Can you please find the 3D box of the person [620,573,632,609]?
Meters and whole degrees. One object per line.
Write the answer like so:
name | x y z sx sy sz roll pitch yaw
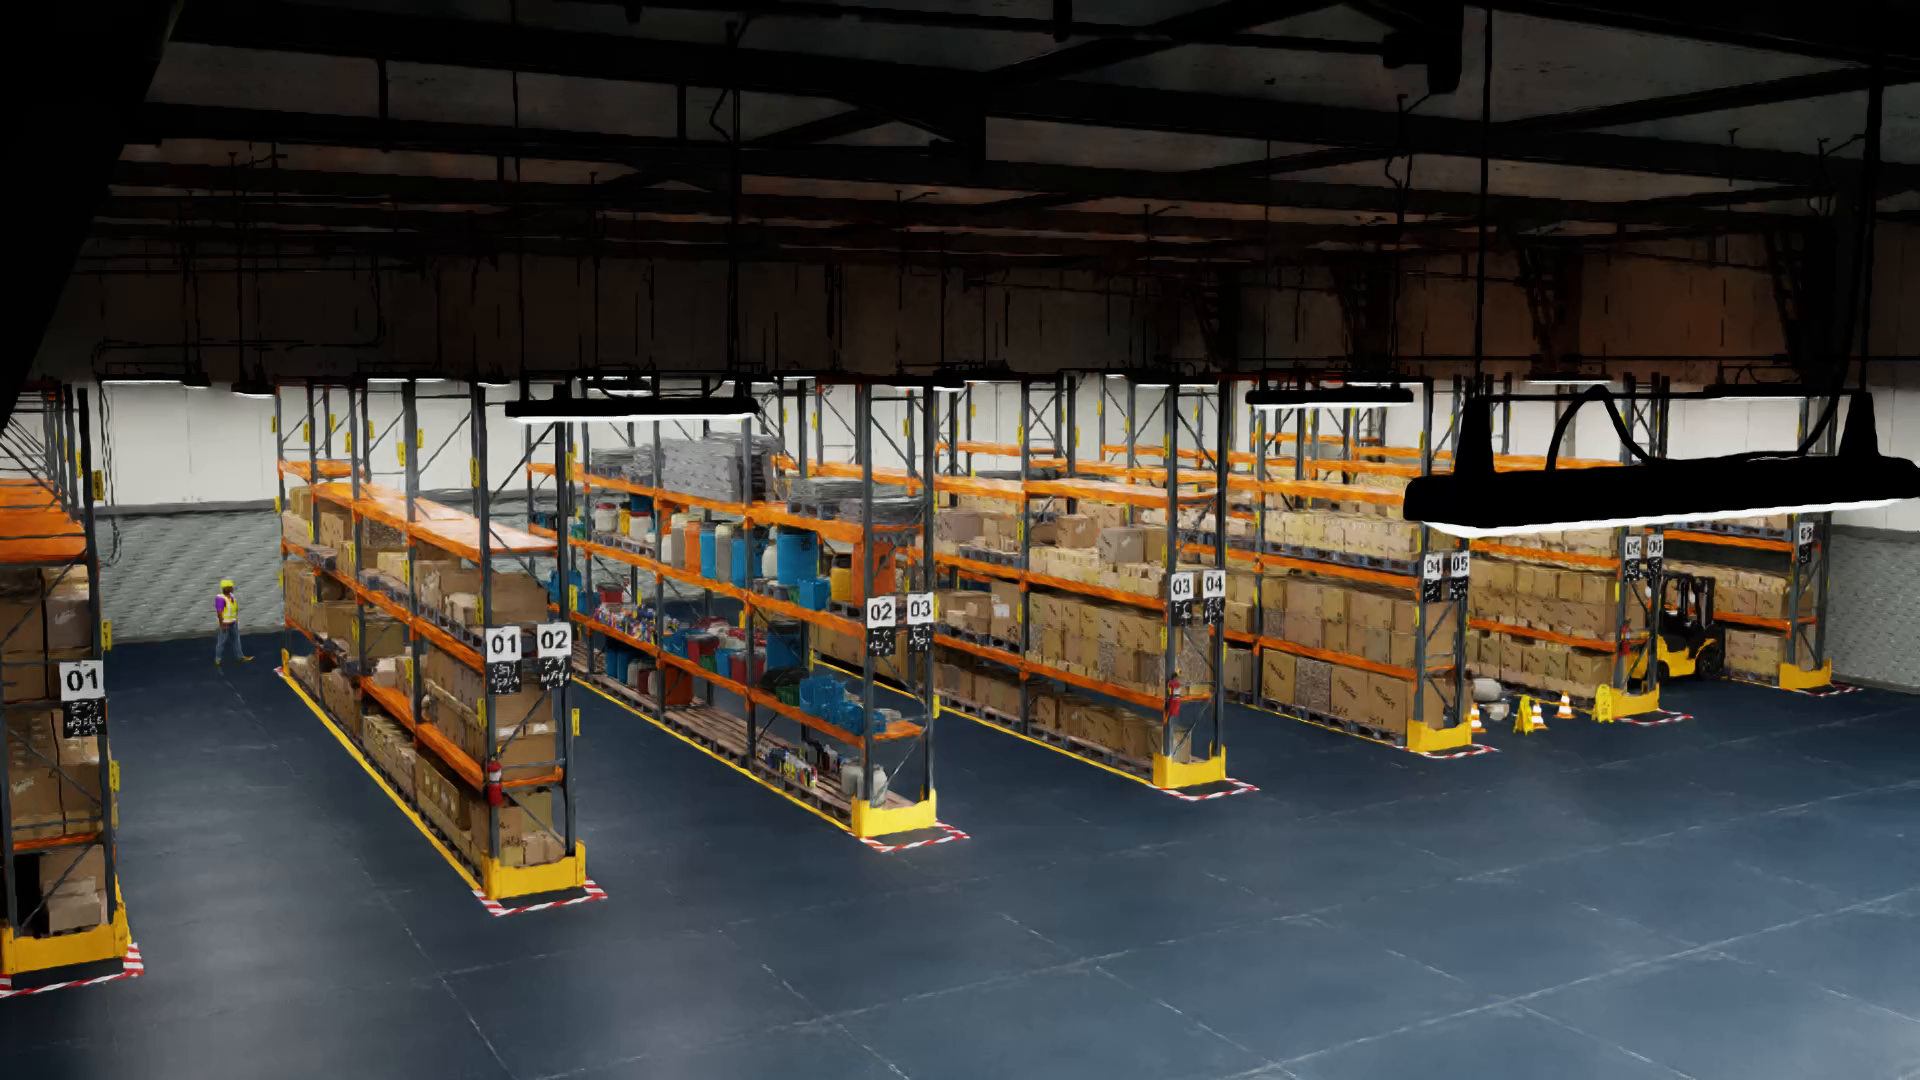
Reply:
person | -7.395 1.524 36.673 0.639 1.620 0.506 -4 7 -32

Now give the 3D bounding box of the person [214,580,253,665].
person | -15.098 1.687 34.369 0.568 1.755 0.740 1 6 8
